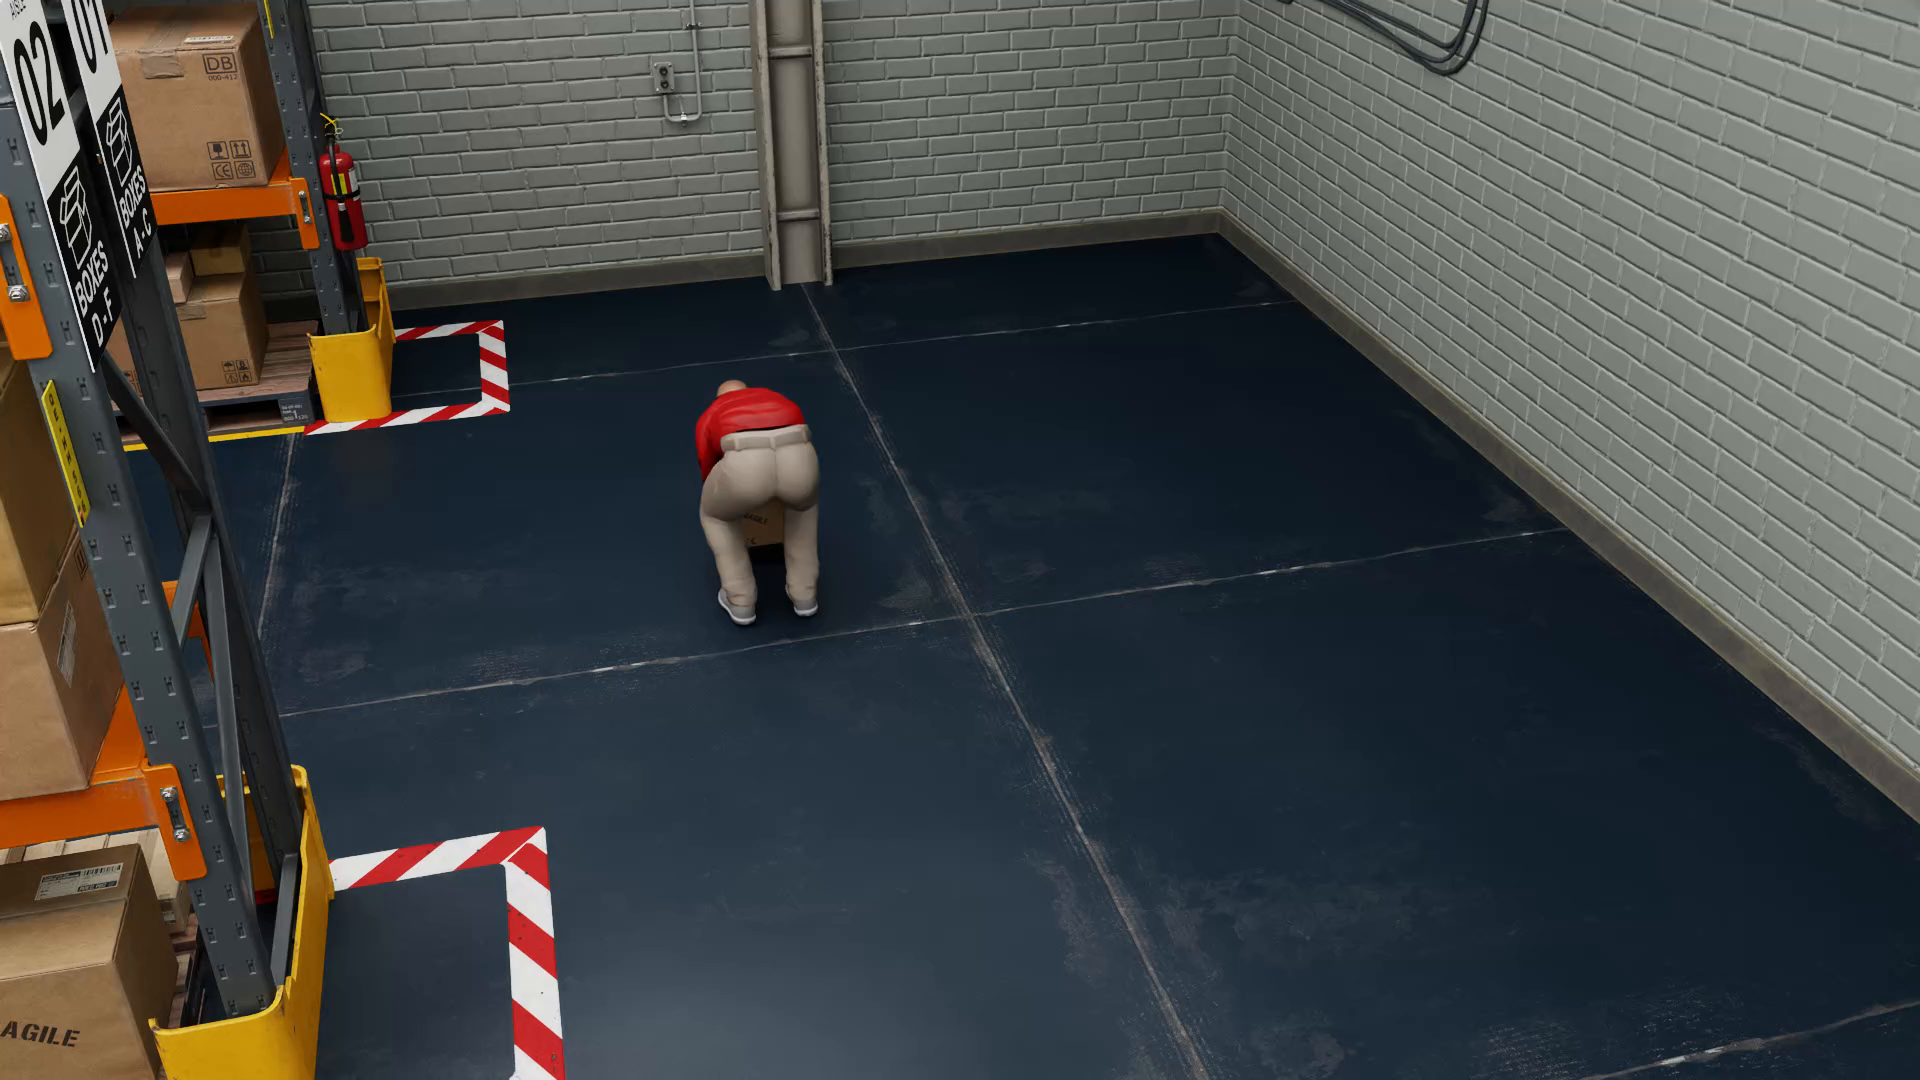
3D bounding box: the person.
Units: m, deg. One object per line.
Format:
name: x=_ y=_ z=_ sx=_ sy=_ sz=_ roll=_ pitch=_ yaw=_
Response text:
person: x=-0.897 y=-0.228 z=7.291 sx=0.520 sy=0.978 sz=0.962 roll=-9 pitch=31 yaw=-15
